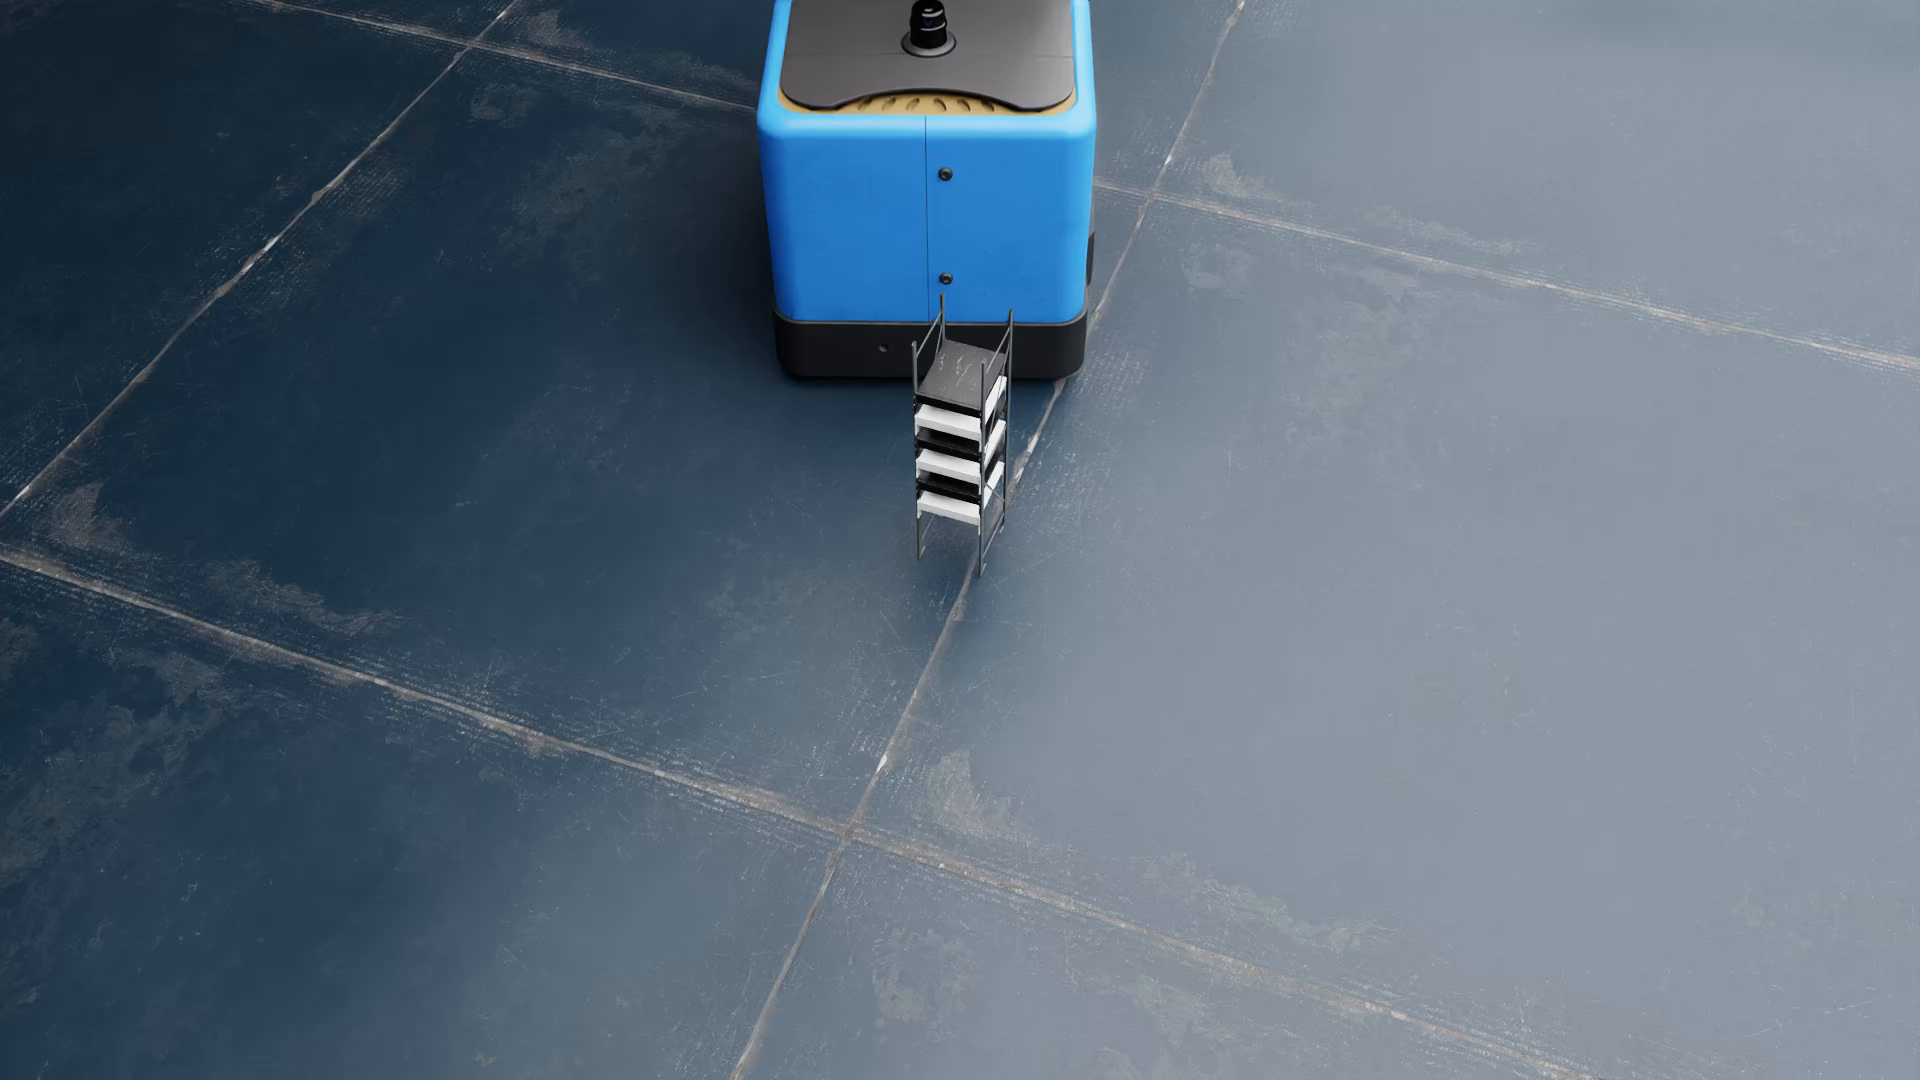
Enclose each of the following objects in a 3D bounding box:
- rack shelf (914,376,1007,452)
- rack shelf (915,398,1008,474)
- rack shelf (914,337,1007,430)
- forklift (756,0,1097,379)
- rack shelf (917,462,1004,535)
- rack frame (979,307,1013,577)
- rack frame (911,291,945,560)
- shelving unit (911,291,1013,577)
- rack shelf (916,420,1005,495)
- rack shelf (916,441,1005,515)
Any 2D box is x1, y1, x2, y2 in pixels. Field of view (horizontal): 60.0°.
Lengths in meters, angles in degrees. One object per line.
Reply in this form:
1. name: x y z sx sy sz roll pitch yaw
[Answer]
1. rack shelf: 0.008 -0.389 4.797 0.200 0.077 0.258 16 51 13
2. rack shelf: 0.008 -0.330 4.865 0.200 0.077 0.258 16 51 13
3. rack shelf: 0.008 -0.448 4.729 0.200 0.077 0.258 16 51 13
4. forklift: -0.081 -2.607 5.570 1.130 2.935 3.031 1 49 1
5. rack shelf: 0.008 -0.153 5.069 0.200 0.077 0.258 16 51 13
6. rack frame: 0.103 -0.266 4.885 0.006 0.900 0.240 16 51 13
7. rack frame: -0.088 -0.319 4.931 0.006 0.900 0.240 16 51 13
8. shelving unit: 0.008 -0.293 4.908 0.210 0.900 0.258 16 51 13
9. rack shelf: 0.008 -0.271 4.933 0.200 0.077 0.258 16 51 13
10. rack shelf: 0.008 -0.212 5.001 0.200 0.077 0.258 16 51 13
